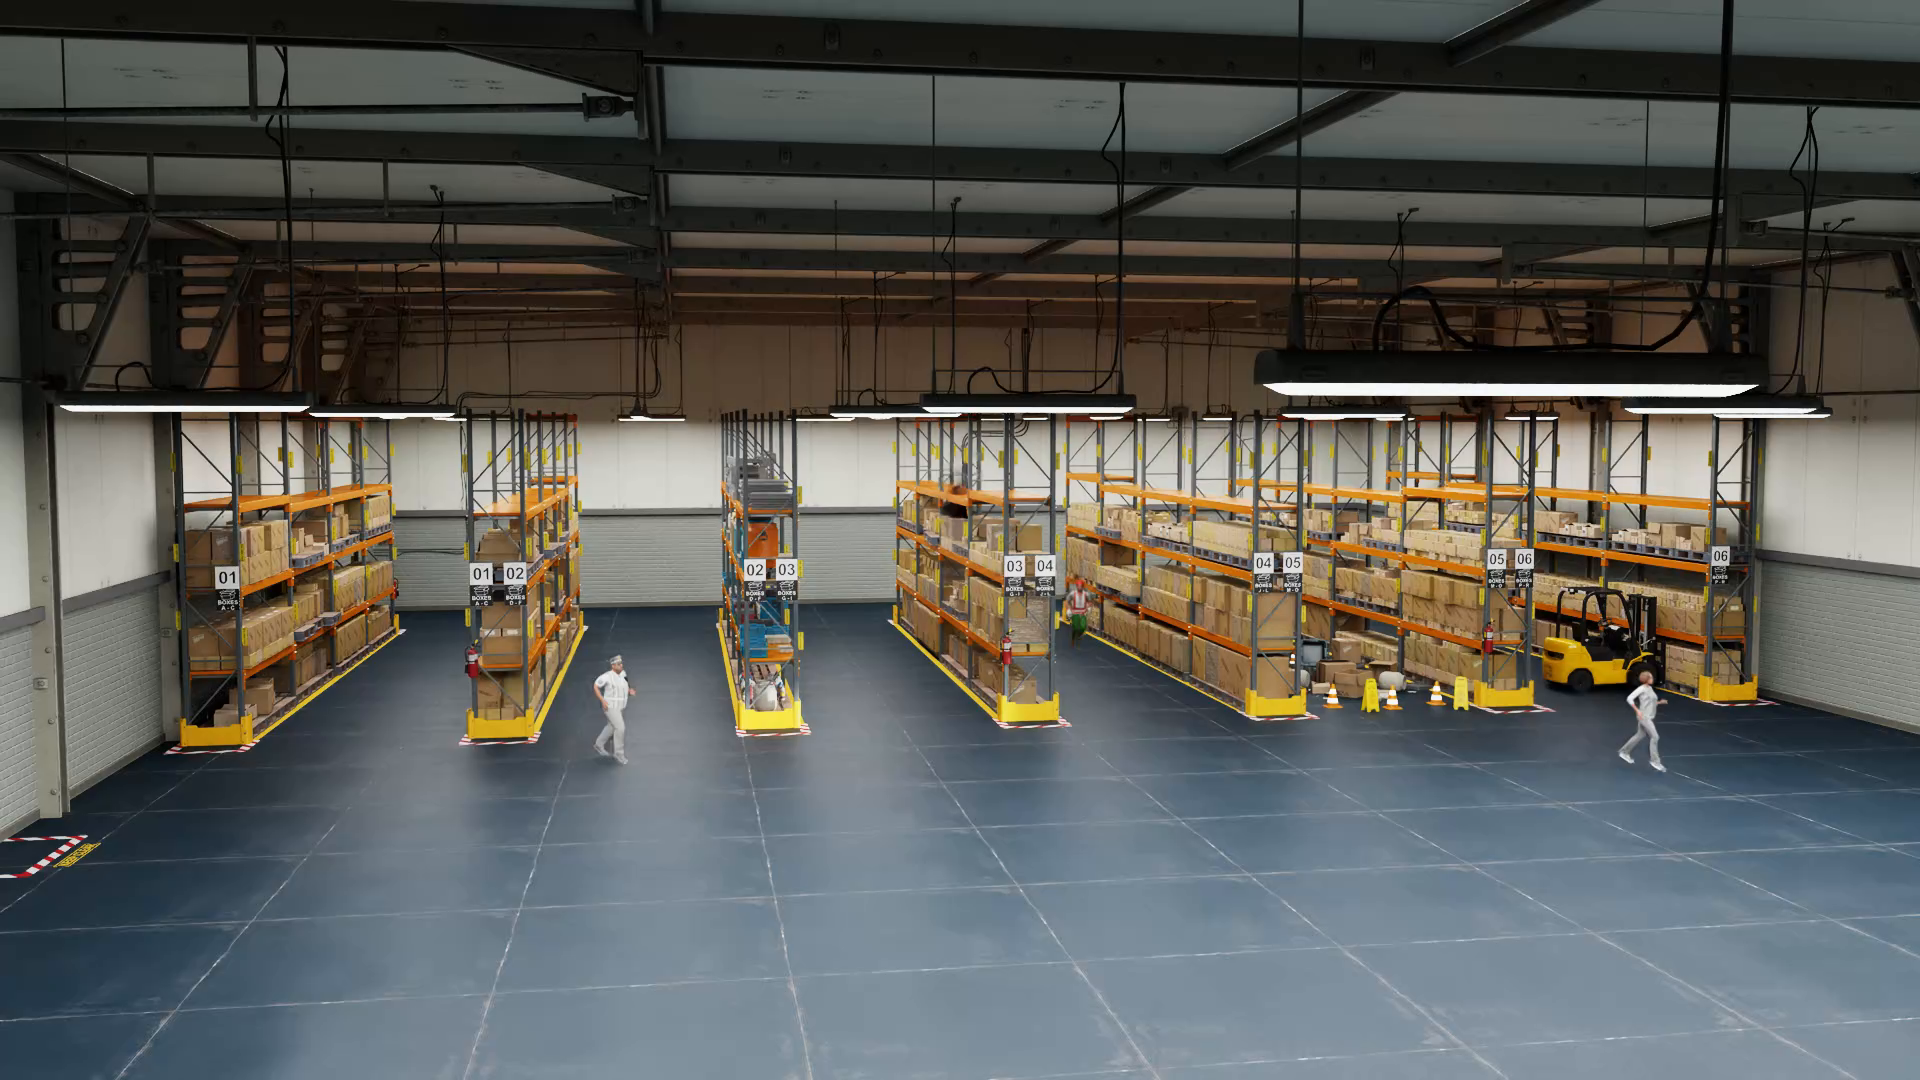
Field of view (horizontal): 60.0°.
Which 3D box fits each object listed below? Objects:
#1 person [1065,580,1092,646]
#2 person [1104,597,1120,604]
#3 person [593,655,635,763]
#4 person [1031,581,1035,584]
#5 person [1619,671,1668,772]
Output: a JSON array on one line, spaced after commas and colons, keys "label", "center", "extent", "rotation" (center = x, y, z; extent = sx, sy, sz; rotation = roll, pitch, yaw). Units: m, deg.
[{"label": "person", "center": [3.015, 1.845, 41.880], "extent": [0.669, 1.665, 0.579], "rotation": [-1, 4, -11]}, {"label": "person", "center": [4.395, 1.450, 49.730], "extent": [0.676, 1.604, 0.781], "rotation": [-4, 5, -42]}, {"label": "person", "center": [-5.920, 2.864, 28.344], "extent": [0.821, 1.838, 0.651], "rotation": [2, 4, 21]}, {"label": "person", "center": [2.142, 1.456, 49.074], "extent": [0.932, 1.635, 0.612], "rotation": [-3, 5, -33]}, {"label": "person", "center": [11.338, 2.986, 27.570], "extent": [0.783, 1.631, 0.518], "rotation": [3, 5, 33]}]
